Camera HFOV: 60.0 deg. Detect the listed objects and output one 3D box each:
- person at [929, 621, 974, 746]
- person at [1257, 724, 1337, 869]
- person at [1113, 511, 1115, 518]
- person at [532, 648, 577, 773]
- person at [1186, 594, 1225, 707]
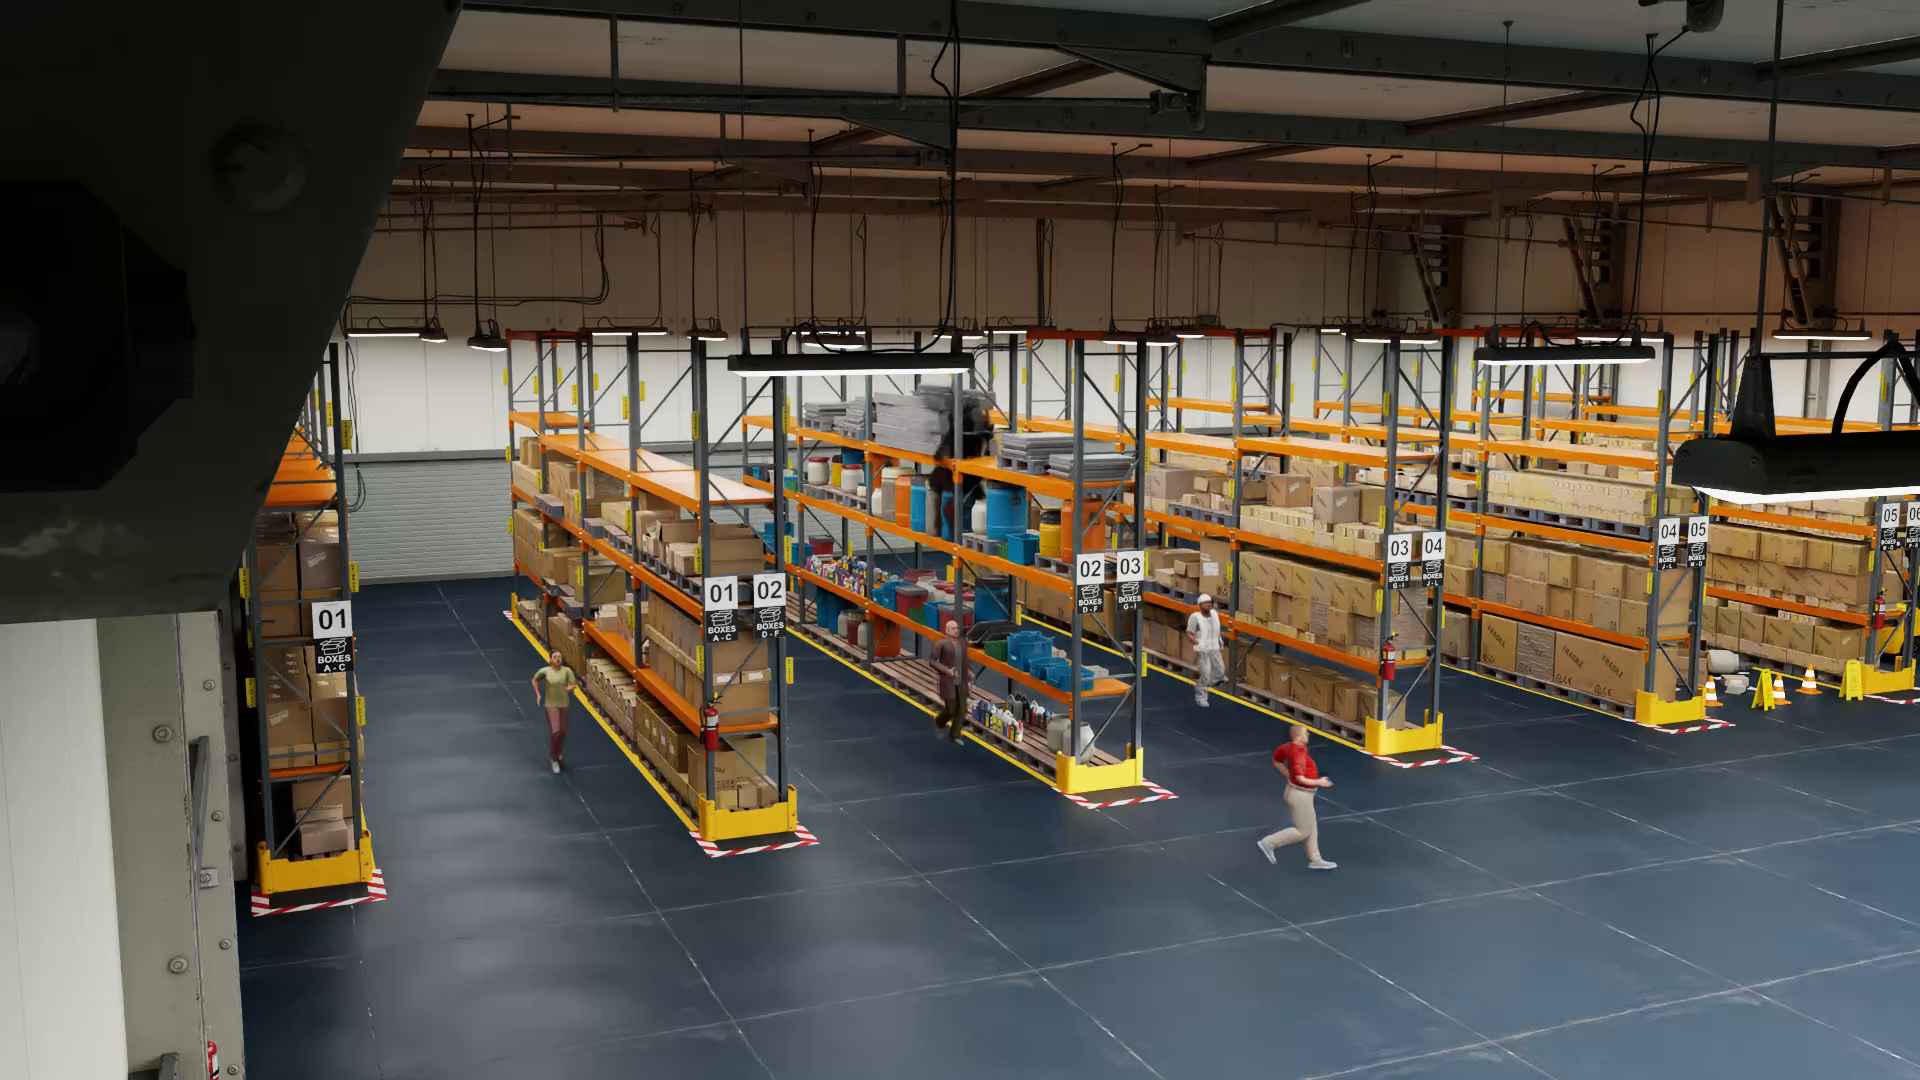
[{"bbox_3d":[-0.109,2.000,23.396,0.709,1.755,0.687,-5,9,-33],"label":"person"},{"bbox_3d":[3.831,2.921,18.859,0.945,1.700,0.665,0,8,-4],"label":"person"},{"bbox_3d":[3.827,0.013,40.907,0.557,1.551,0.570,7,10,40],"label":"person"},{"bbox_3d":[-5.630,2.357,23.219,0.543,1.720,0.723,-5,9,-30],"label":"person"},{"bbox_3d":[3.820,1.703,25.598,0.689,1.753,0.496,-4,9,-29],"label":"person"}]
